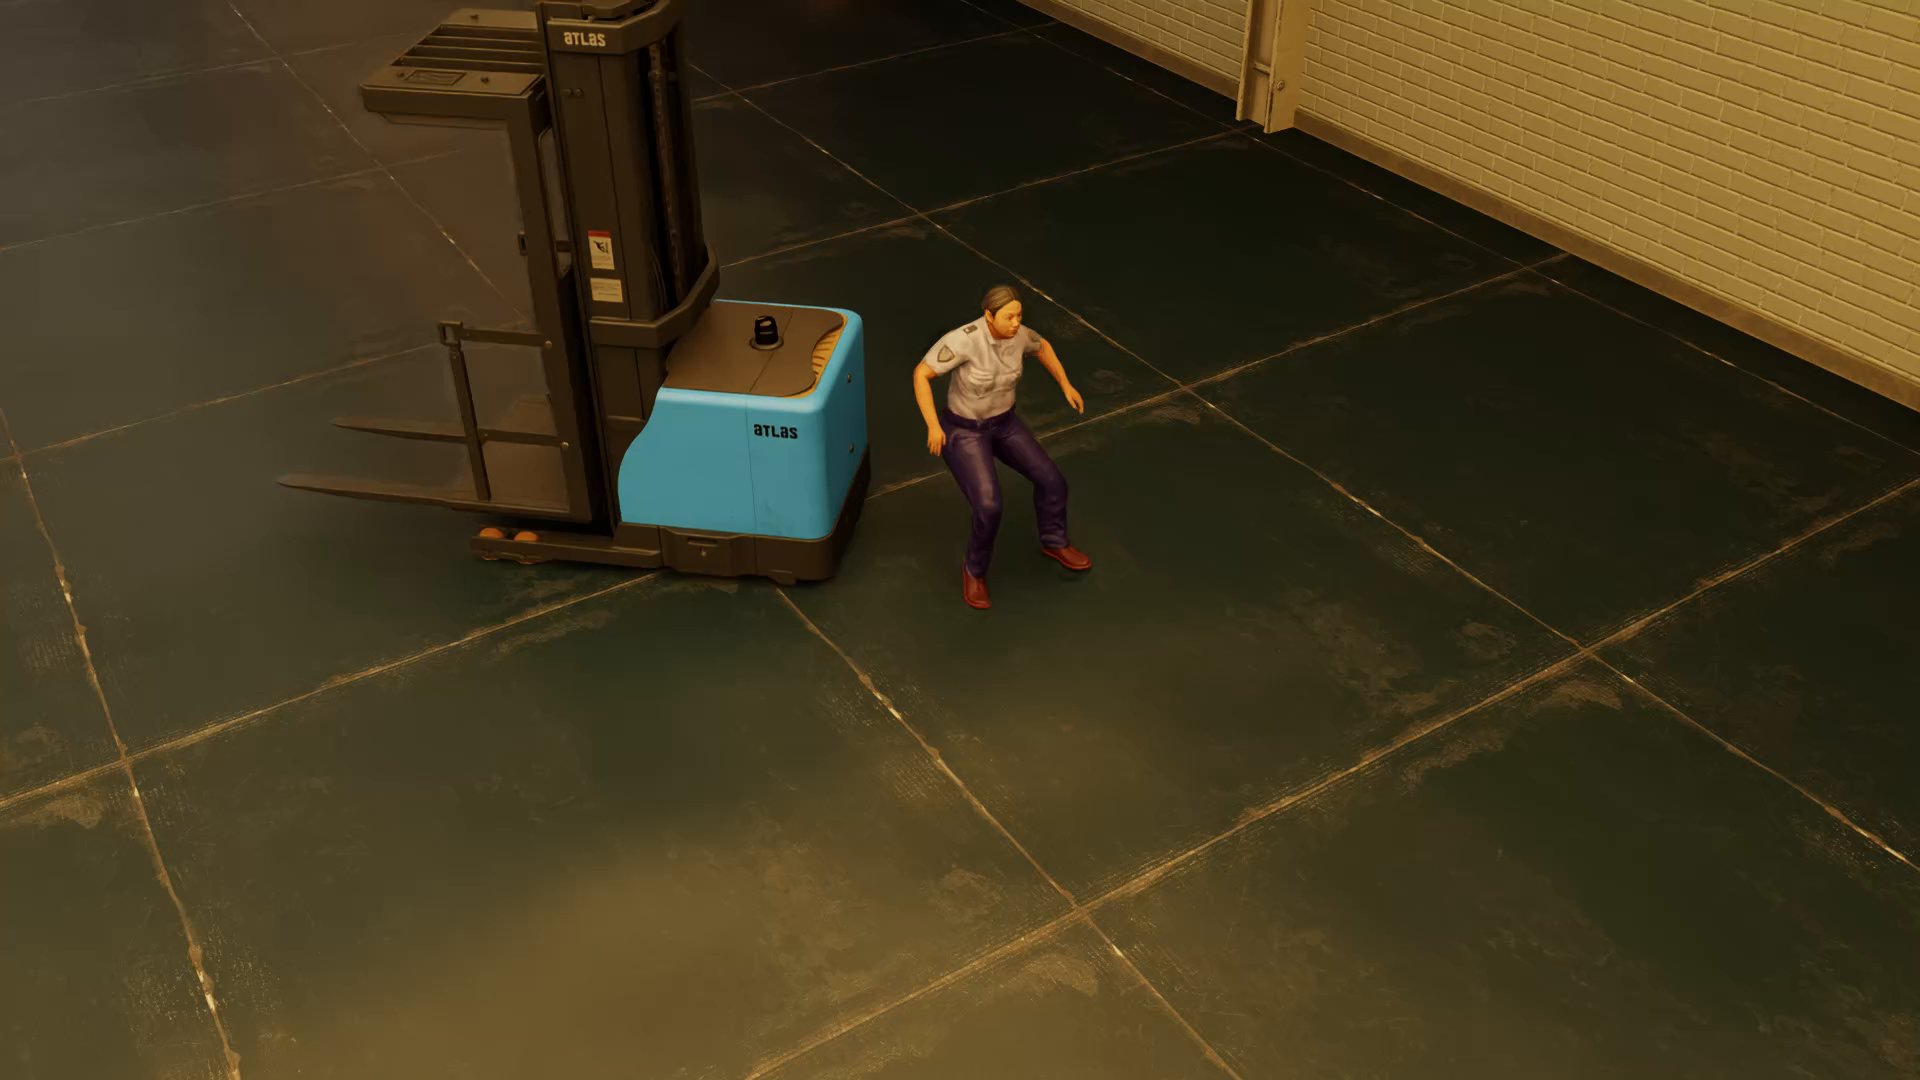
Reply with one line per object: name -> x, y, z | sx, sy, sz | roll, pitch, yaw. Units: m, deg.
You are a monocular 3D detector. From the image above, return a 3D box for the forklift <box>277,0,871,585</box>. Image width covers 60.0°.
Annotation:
forklift -> -2.048, -1.368, 8.094 | 3.031, 2.935, 1.130 | 5, 35, 8

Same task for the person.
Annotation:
person -> 0.245, -0.505, 8.105 | 0.906, 1.541, 0.631 | -23, 41, -29
